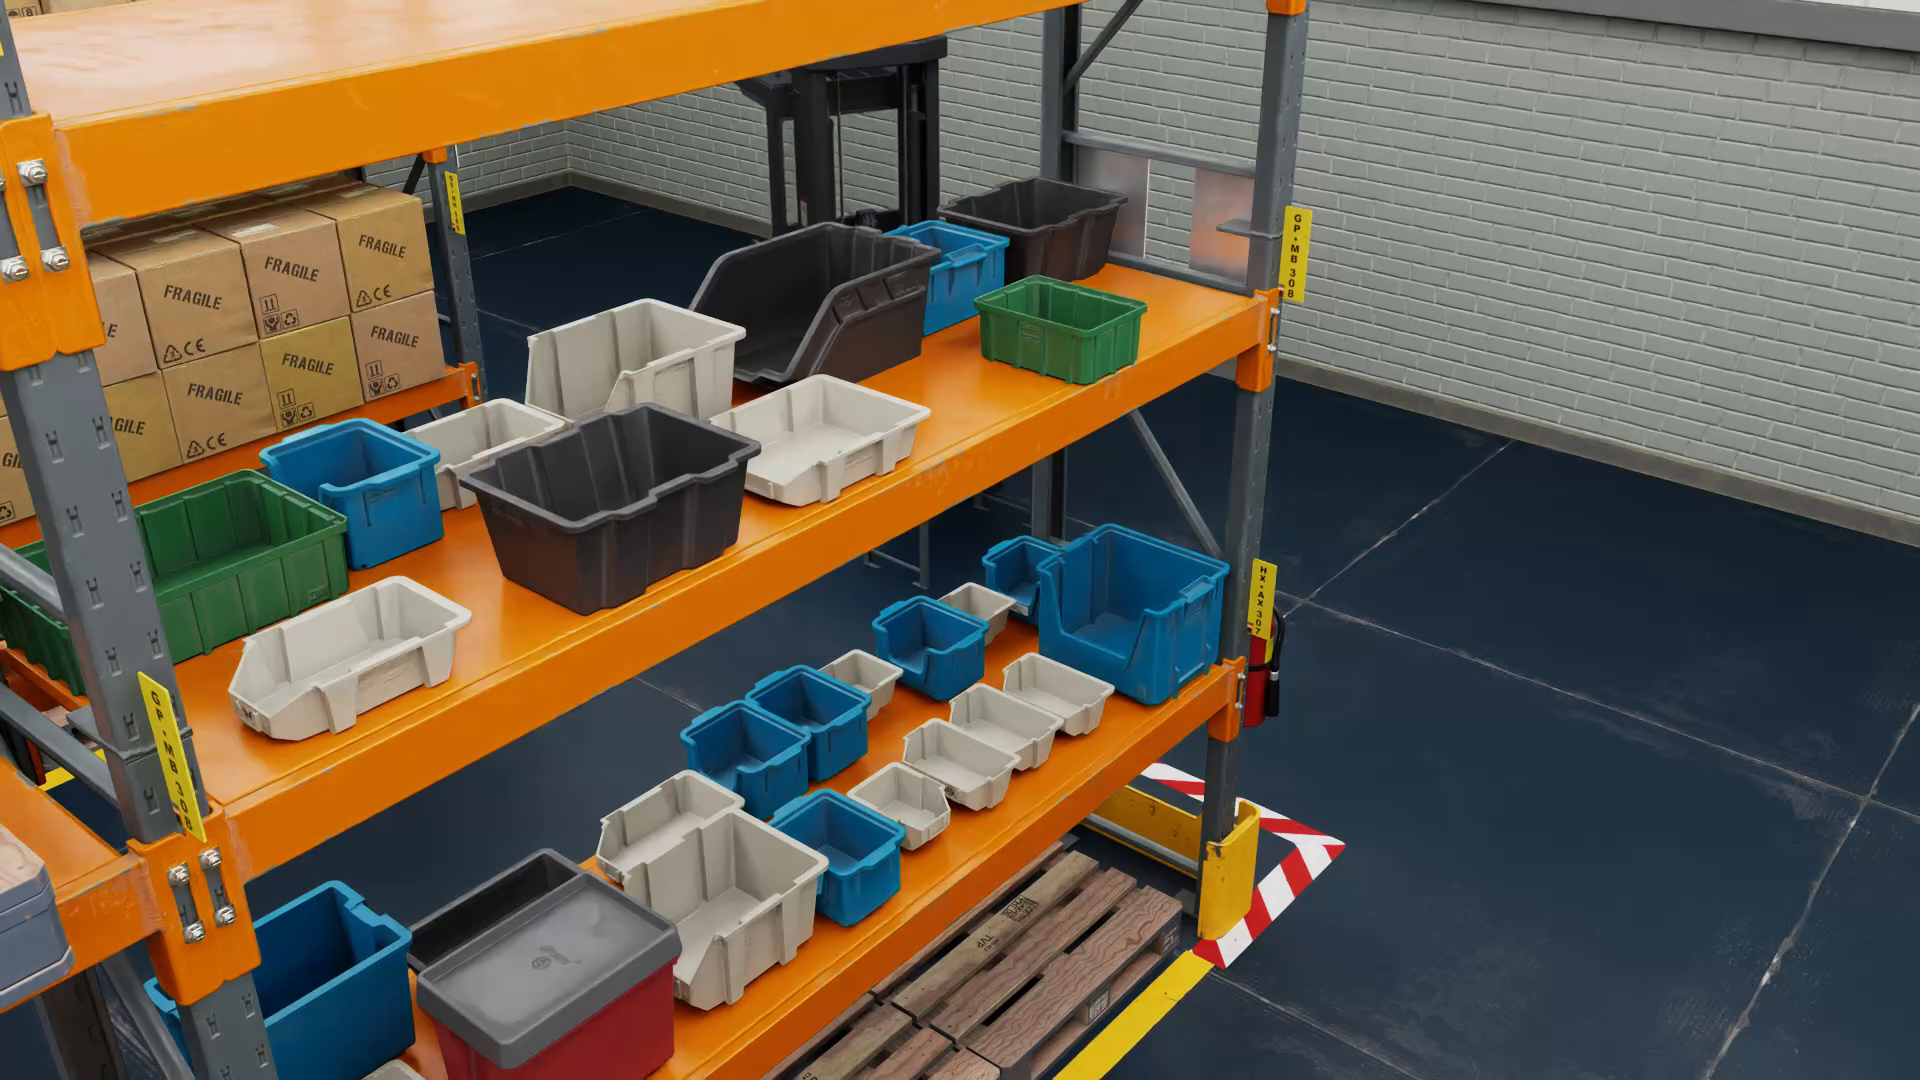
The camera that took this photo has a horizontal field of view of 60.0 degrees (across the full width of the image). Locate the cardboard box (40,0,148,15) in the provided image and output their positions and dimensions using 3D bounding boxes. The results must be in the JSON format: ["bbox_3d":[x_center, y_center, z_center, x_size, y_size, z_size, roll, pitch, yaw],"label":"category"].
[{"bbox_3d":[-4.033,-2.576,7.504,0.700,0.500,0.500,21,34,34],"label":"cardboard box"}]

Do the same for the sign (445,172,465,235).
[{"bbox_3d":[-2.685,-1.789,8.839,0.100,0.325,0.005,21,34,34],"label":"sign"}]

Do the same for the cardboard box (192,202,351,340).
[{"bbox_3d":[-3.492,-1.374,8.445,0.500,0.500,0.500,22,34,36],"label":"cardboard box"}]

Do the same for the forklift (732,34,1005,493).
[{"bbox_3d":[-0.809,-2.094,11.109,1.130,2.935,3.031,-13,30,-23],"label":"forklift"}]

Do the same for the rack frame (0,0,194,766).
[{"bbox_3d":[-1.824,-1.101,2.584,1.000,3.000,0.127,21,34,34],"label":"rack frame"}]

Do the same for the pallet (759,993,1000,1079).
[{"bbox_3d":[-0.611,2.096,5.969,1.003,0.211,1.213,21,34,34],"label":"pallet"}]

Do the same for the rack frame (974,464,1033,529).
[{"bbox_3d":[0.289,-0.805,10.174,0.500,1.500,0.032,22,34,36],"label":"rack frame"}]

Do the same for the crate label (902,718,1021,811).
[{"bbox_3d":[-0.013,0.783,5.694,0.396,0.136,0.243,21,34,34],"label":"crate label"}]

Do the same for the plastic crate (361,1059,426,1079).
[{"bbox_3d":[-1.418,1.531,4.247,0.396,0.136,0.243,21,34,34],"label":"plastic crate"}]

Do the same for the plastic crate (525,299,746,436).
[{"bbox_3d":[-0.928,-0.438,4.697,0.437,0.282,0.530,21,34,34],"label":"plastic crate"}]

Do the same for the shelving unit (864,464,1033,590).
[{"bbox_3d":[-0.045,-0.629,9.834,0.538,1.500,1.048,22,34,36],"label":"shelving unit"}]

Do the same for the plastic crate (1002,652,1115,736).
[{"bbox_3d":[0.341,0.578,6.089,0.396,0.136,0.243,21,34,34],"label":"plastic crate"}]

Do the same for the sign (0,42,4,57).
[{"bbox_3d":[-1.401,-0.846,2.320,0.100,0.325,0.005,21,34,34],"label":"sign"}]

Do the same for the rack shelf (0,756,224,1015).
[{"bbox_3d":[-3.097,1.260,2.068,1.077,0.370,4.000,21,34,34],"label":"rack shelf"}]

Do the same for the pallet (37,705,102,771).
[{"bbox_3d":[-4.431,0.676,8.714,1.003,0.211,1.213,21,34,34],"label":"pallet"}]

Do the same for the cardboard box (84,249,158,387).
[{"bbox_3d":[-4.145,-1.007,7.735,0.500,0.500,0.500,22,35,36],"label":"cardboard box"}]

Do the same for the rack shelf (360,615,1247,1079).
[{"bbox_3d":[-0.552,1.174,5.498,1.077,0.370,4.000,21,34,34],"label":"rack shelf"}]

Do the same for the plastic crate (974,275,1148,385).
[{"bbox_3d":[0.313,-0.659,5.226,0.450,0.188,0.336,21,34,34],"label":"plastic crate"}]

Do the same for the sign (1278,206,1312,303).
[{"bbox_3d":[1.155,-0.985,5.739,0.100,0.325,0.005,21,34,34],"label":"sign"}]

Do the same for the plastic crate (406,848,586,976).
[{"bbox_3d":[-1.320,1.184,4.931,0.437,0.125,0.590,21,34,34],"label":"plastic crate"}]

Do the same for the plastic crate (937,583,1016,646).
[{"bbox_3d":[0.041,0.317,6.594,0.250,0.136,0.298,21,34,34],"label":"plastic crate"}]

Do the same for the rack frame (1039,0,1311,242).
[{"bbox_3d":[0.720,-2.519,5.325,1.000,3.000,0.127,21,34,34],"label":"rack frame"}]

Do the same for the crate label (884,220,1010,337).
[{"bbox_3d":[-0.116,-0.888,5.599,0.408,0.251,0.502,21,34,34],"label":"crate label"}]

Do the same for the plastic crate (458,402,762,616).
[{"bbox_3d":[-0.823,-0.071,4.000,0.497,0.269,0.590,21,34,34],"label":"plastic crate"}]

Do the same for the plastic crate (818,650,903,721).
[{"bbox_3d":[-0.391,0.557,6.129,0.250,0.136,0.298,21,34,34],"label":"plastic crate"}]

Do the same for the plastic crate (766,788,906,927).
[{"bbox_3d":[-0.389,0.996,5.176,0.416,0.233,0.300,21,34,34],"label":"plastic crate"}]

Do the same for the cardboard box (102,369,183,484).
[{"bbox_3d":[-4.144,-0.571,7.979,0.500,0.500,0.500,20,34,34],"label":"cardboard box"}]

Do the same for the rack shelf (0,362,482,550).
[{"bbox_3d":[-4.372,-0.275,8.299,1.077,0.370,4.000,21,34,34],"label":"rack shelf"}]

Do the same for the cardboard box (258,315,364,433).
[{"bbox_3d":[-3.502,-0.924,8.664,0.500,0.500,0.500,21,34,35],"label":"cardboard box"}]

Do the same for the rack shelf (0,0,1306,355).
[{"bbox_3d":[-0.552,-1.313,4.212,1.077,0.370,4.000,21,34,34],"label":"rack shelf"}]

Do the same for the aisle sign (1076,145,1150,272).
[{"bbox_3d":[0.536,-1.121,6.324,0.394,0.787,0.004,21,34,34],"label":"aisle sign"}]

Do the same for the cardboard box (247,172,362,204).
[{"bbox_3d":[-3.586,-1.712,9.097,0.500,0.500,0.500,22,35,36],"label":"cardboard box"}]

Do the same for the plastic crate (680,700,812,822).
[{"bbox_3d":[-0.720,0.758,5.637,0.416,0.233,0.300,21,34,34],"label":"plastic crate"}]

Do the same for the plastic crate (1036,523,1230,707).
[{"bbox_3d":[0.651,0.277,6.347,0.616,0.435,0.499,21,34,34],"label":"plastic crate"}]

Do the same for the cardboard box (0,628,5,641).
[{"bbox_3d":[-5.024,0.563,8.345,0.500,0.311,0.500,21,34,34],"label":"cardboard box"}]

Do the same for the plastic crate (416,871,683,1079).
[{"bbox_3d":[-1.063,1.266,4.404,0.402,0.464,0.583,21,34,34],"label":"plastic crate"}]

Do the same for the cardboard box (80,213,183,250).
[{"bbox_3d":[-4.234,-1.348,8.394,0.500,0.500,0.500,21,34,35],"label":"cardboard box"}]

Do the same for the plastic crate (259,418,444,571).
[{"bbox_3d":[-1.492,-0.110,4.116,0.416,0.233,0.300,21,34,34],"label":"plastic crate"}]
